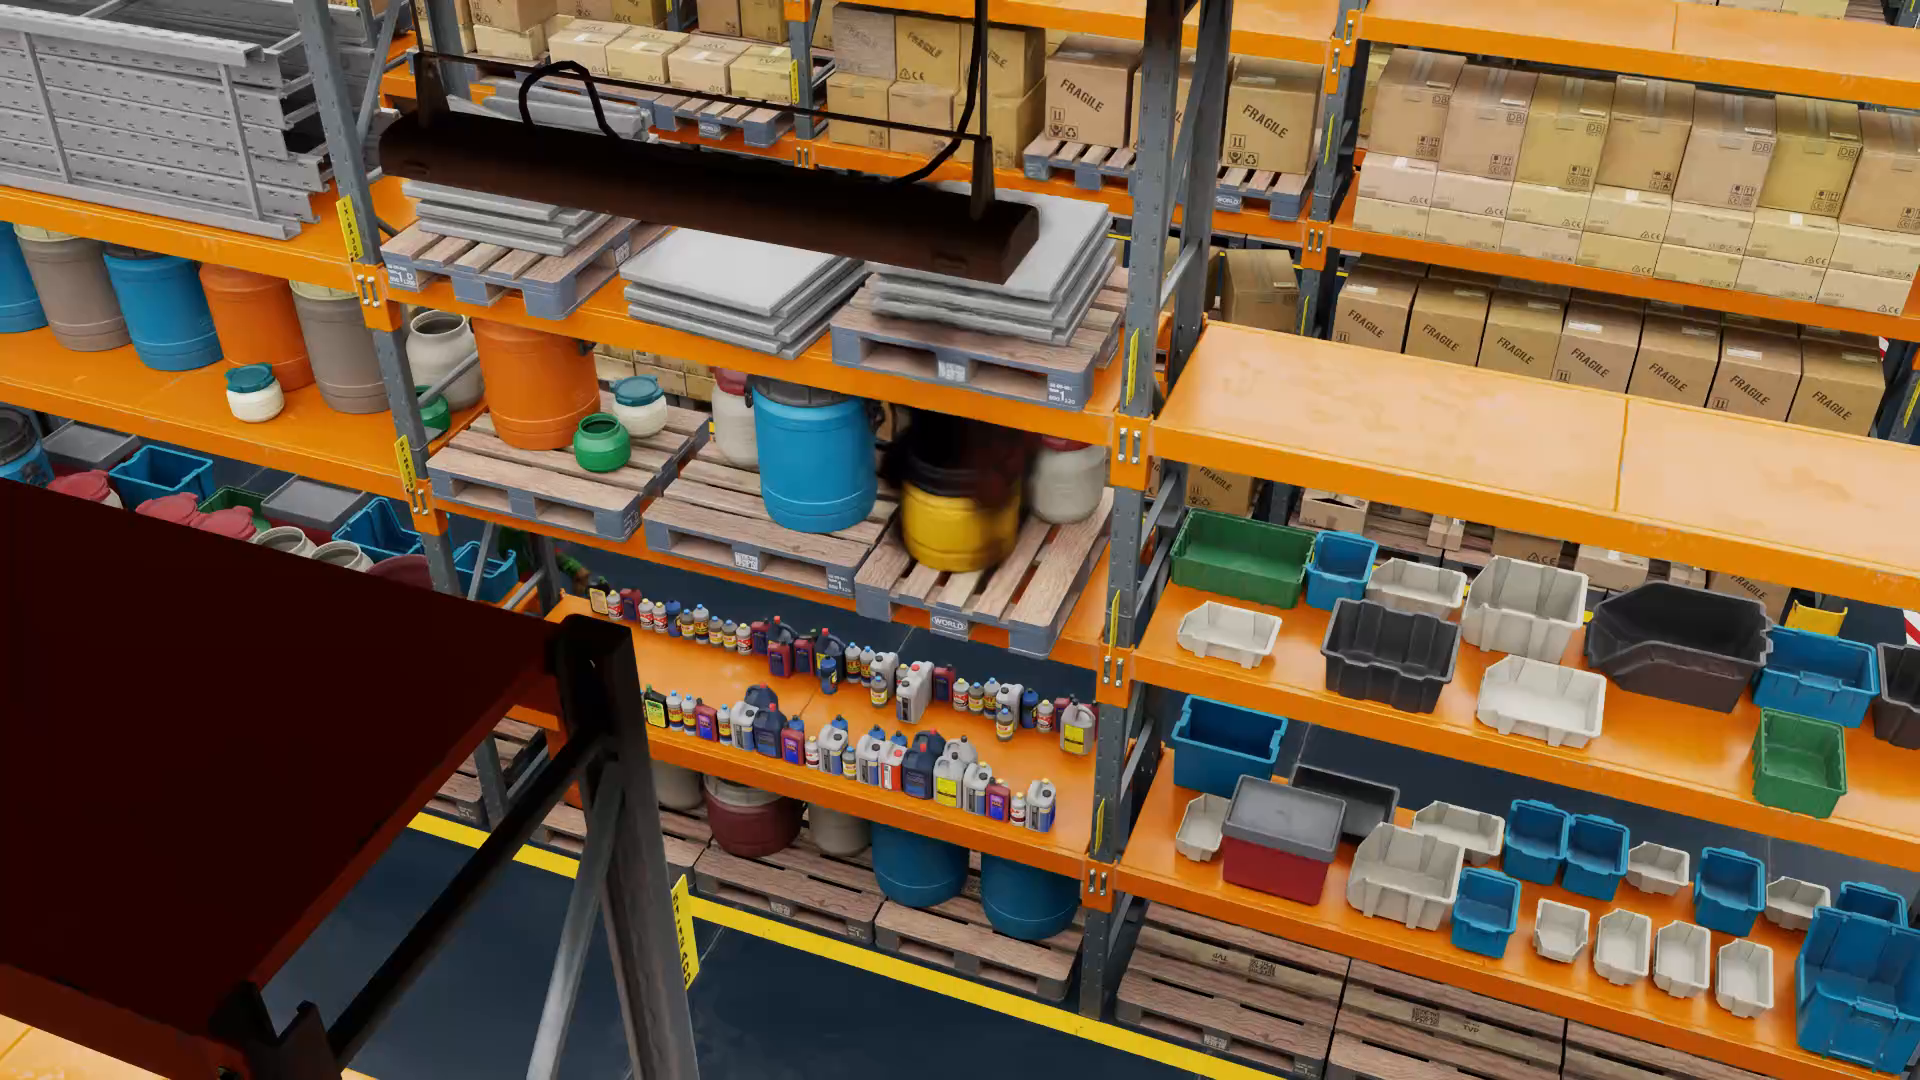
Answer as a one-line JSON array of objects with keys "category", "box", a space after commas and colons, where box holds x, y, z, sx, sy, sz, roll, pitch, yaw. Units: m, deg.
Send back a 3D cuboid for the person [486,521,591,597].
[{"category": "person", "box": [-3.125, -0.145, 12.166, 0.811, 1.755, 0.678, 17, 40, 21]}]
